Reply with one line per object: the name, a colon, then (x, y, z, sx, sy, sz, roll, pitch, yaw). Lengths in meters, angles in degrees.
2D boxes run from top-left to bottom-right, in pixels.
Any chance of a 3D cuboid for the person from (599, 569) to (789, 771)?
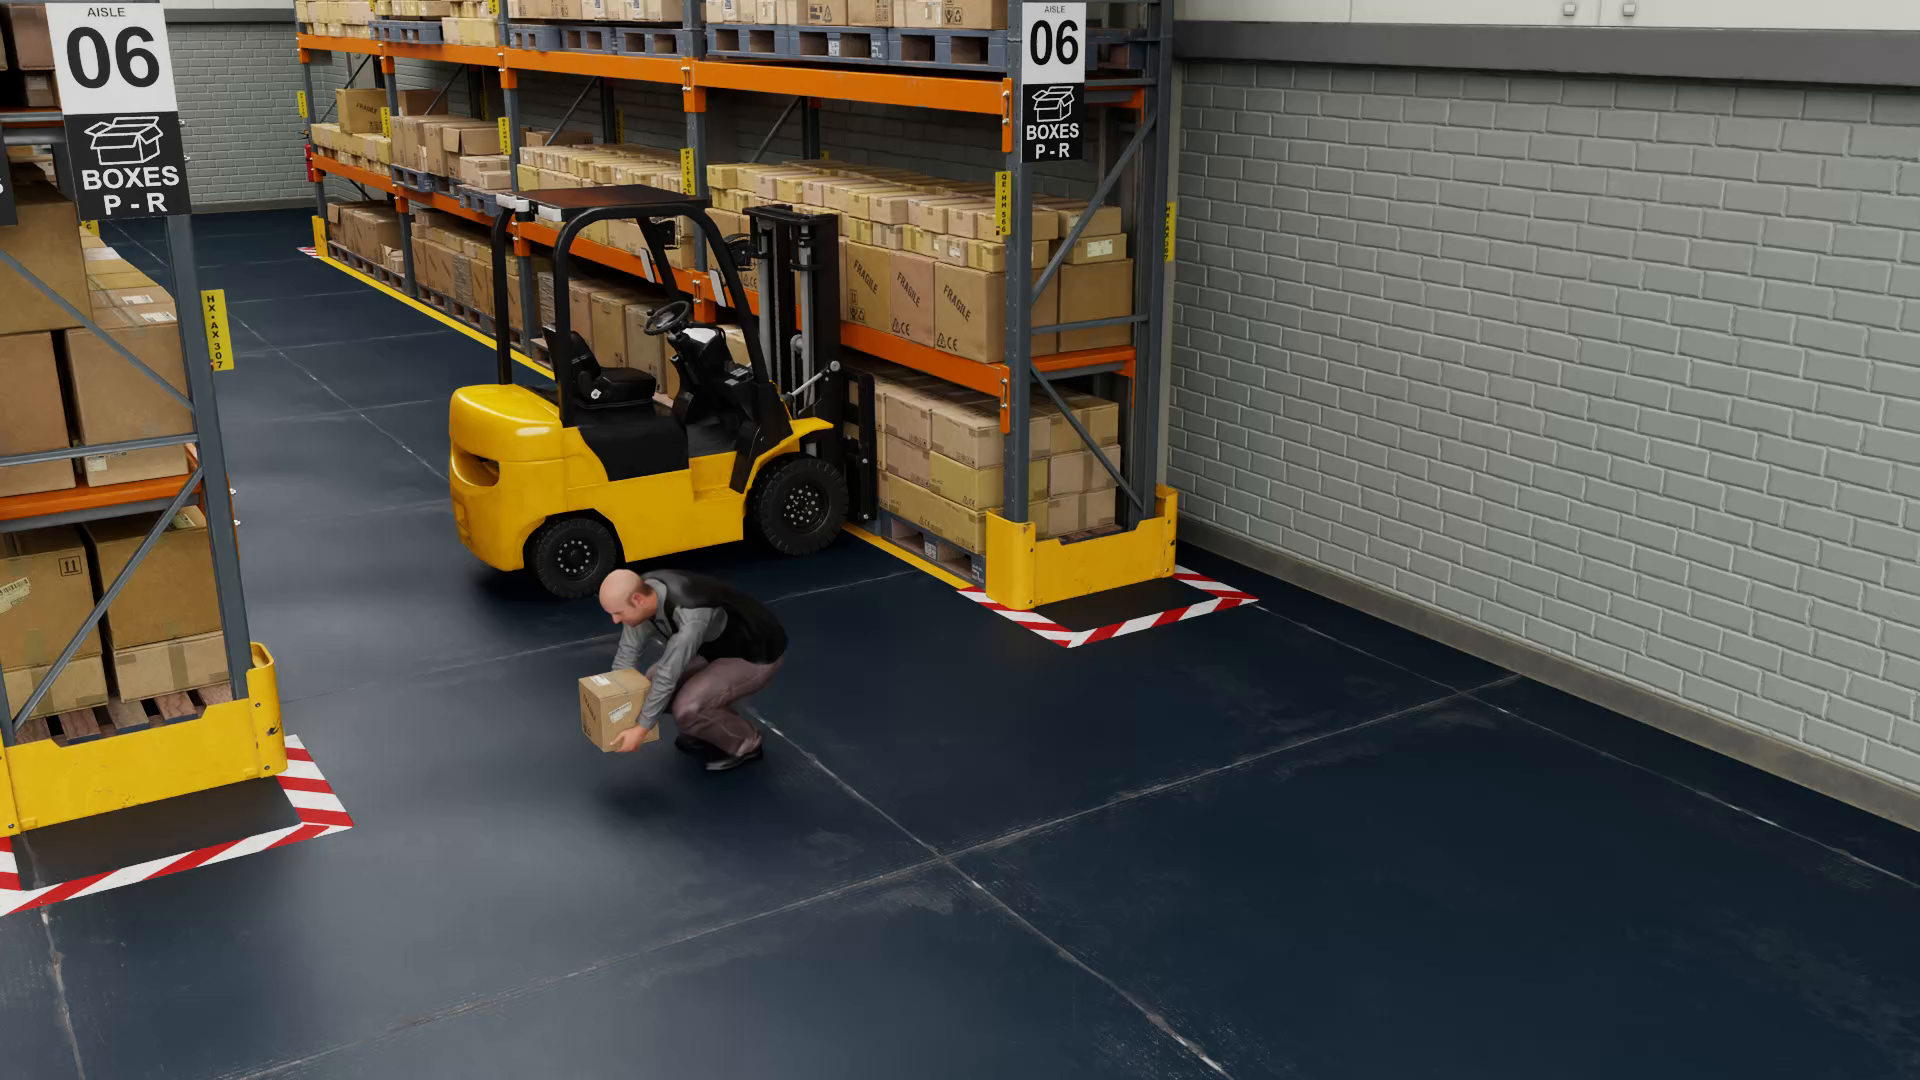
person: (-1.175, 0.527, 7.226, 0.875, 0.960, 0.516, -12, 21, -33)
